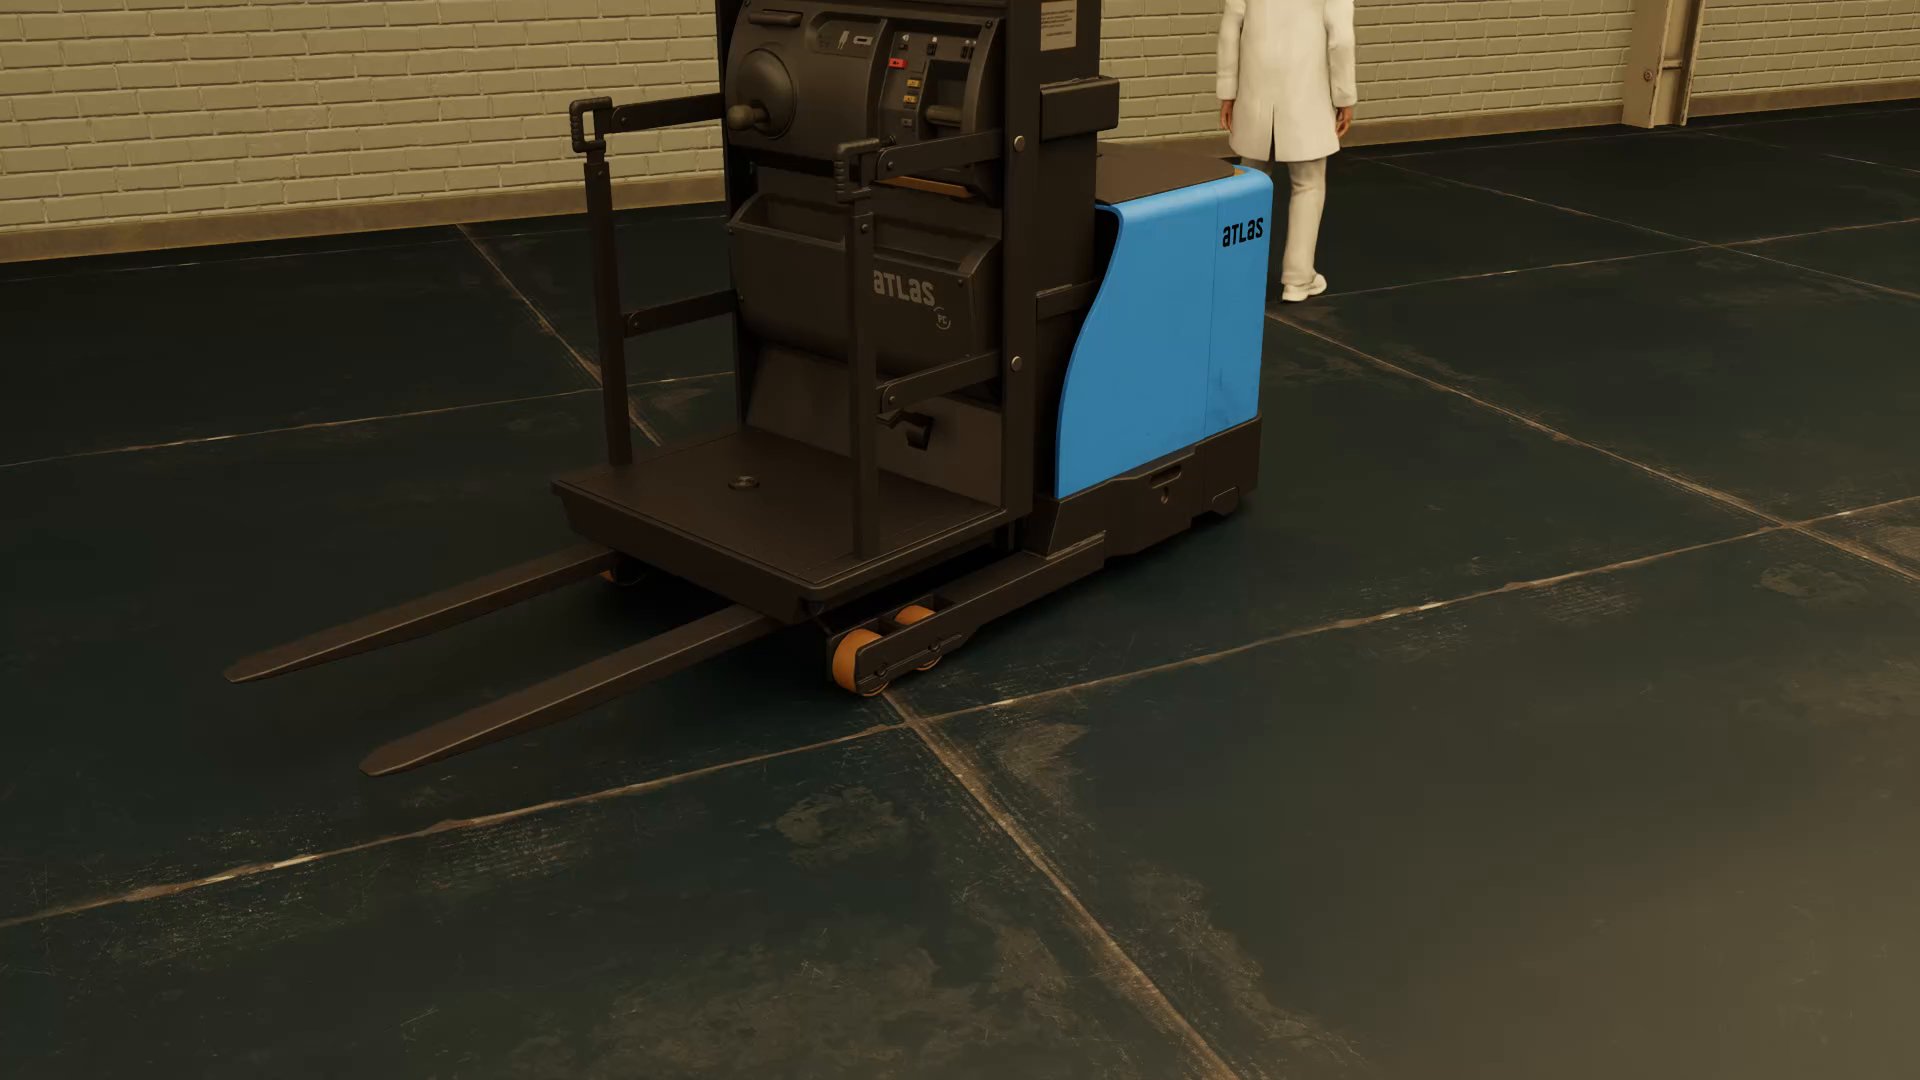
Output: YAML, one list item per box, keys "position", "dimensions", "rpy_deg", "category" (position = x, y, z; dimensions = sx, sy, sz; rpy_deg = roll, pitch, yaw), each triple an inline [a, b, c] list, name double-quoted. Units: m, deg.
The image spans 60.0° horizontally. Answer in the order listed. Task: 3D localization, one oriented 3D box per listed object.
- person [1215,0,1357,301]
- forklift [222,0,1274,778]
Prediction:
- position: [1.507, -2.014, 7.661]
  dimensions: [0.653, 1.781, 0.465]
  rpy_deg: [11, 25, 25]
  category: "person"
- position: [-0.413, -1.182, 4.131]
  dimensions: [1.130, 2.935, 3.031]
  rpy_deg: [19, 29, 39]
  category: "forklift"
